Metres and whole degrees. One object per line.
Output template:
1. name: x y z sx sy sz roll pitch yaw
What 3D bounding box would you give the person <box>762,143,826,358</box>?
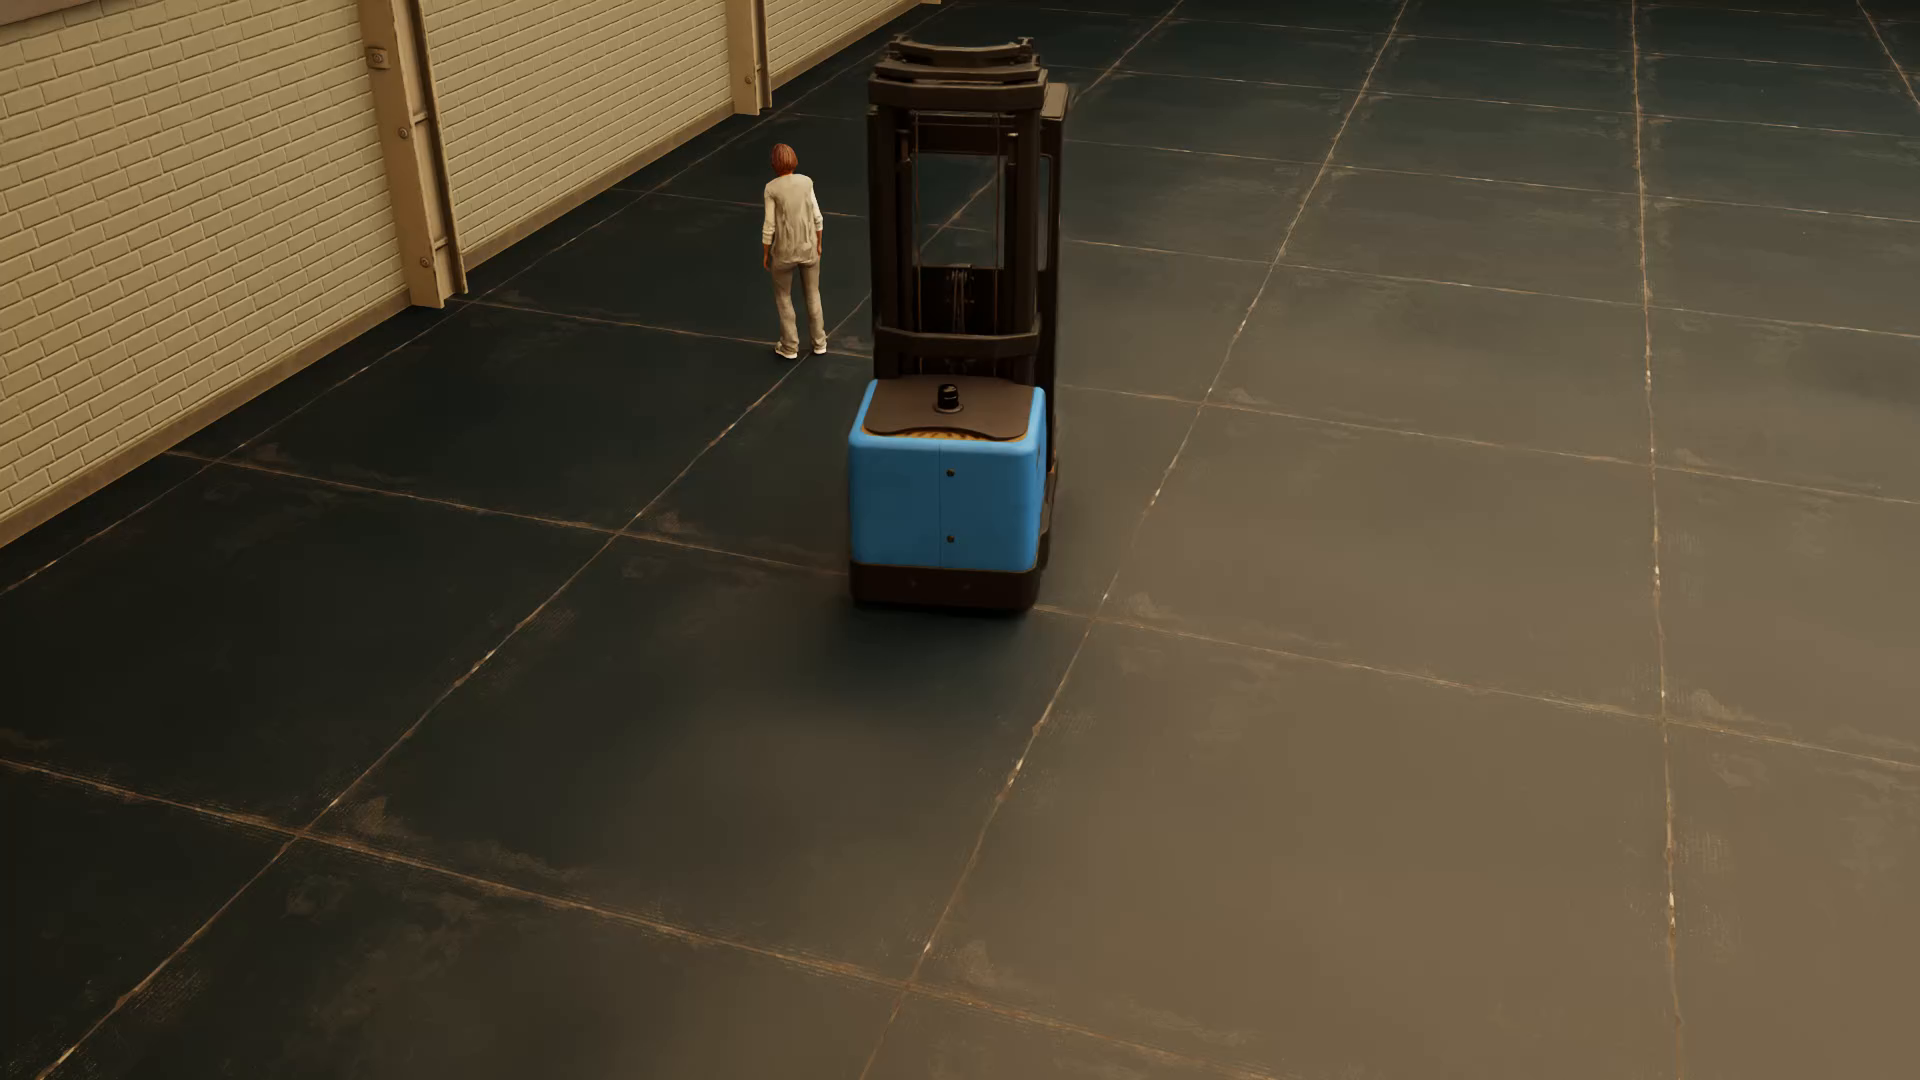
1. person: -1.214 -2.098 12.170 0.483 1.592 0.347 -13 32 -22

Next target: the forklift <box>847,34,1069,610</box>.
1. forklift: 0.052 -1.590 9.926 1.130 2.935 3.031 3 30 5
